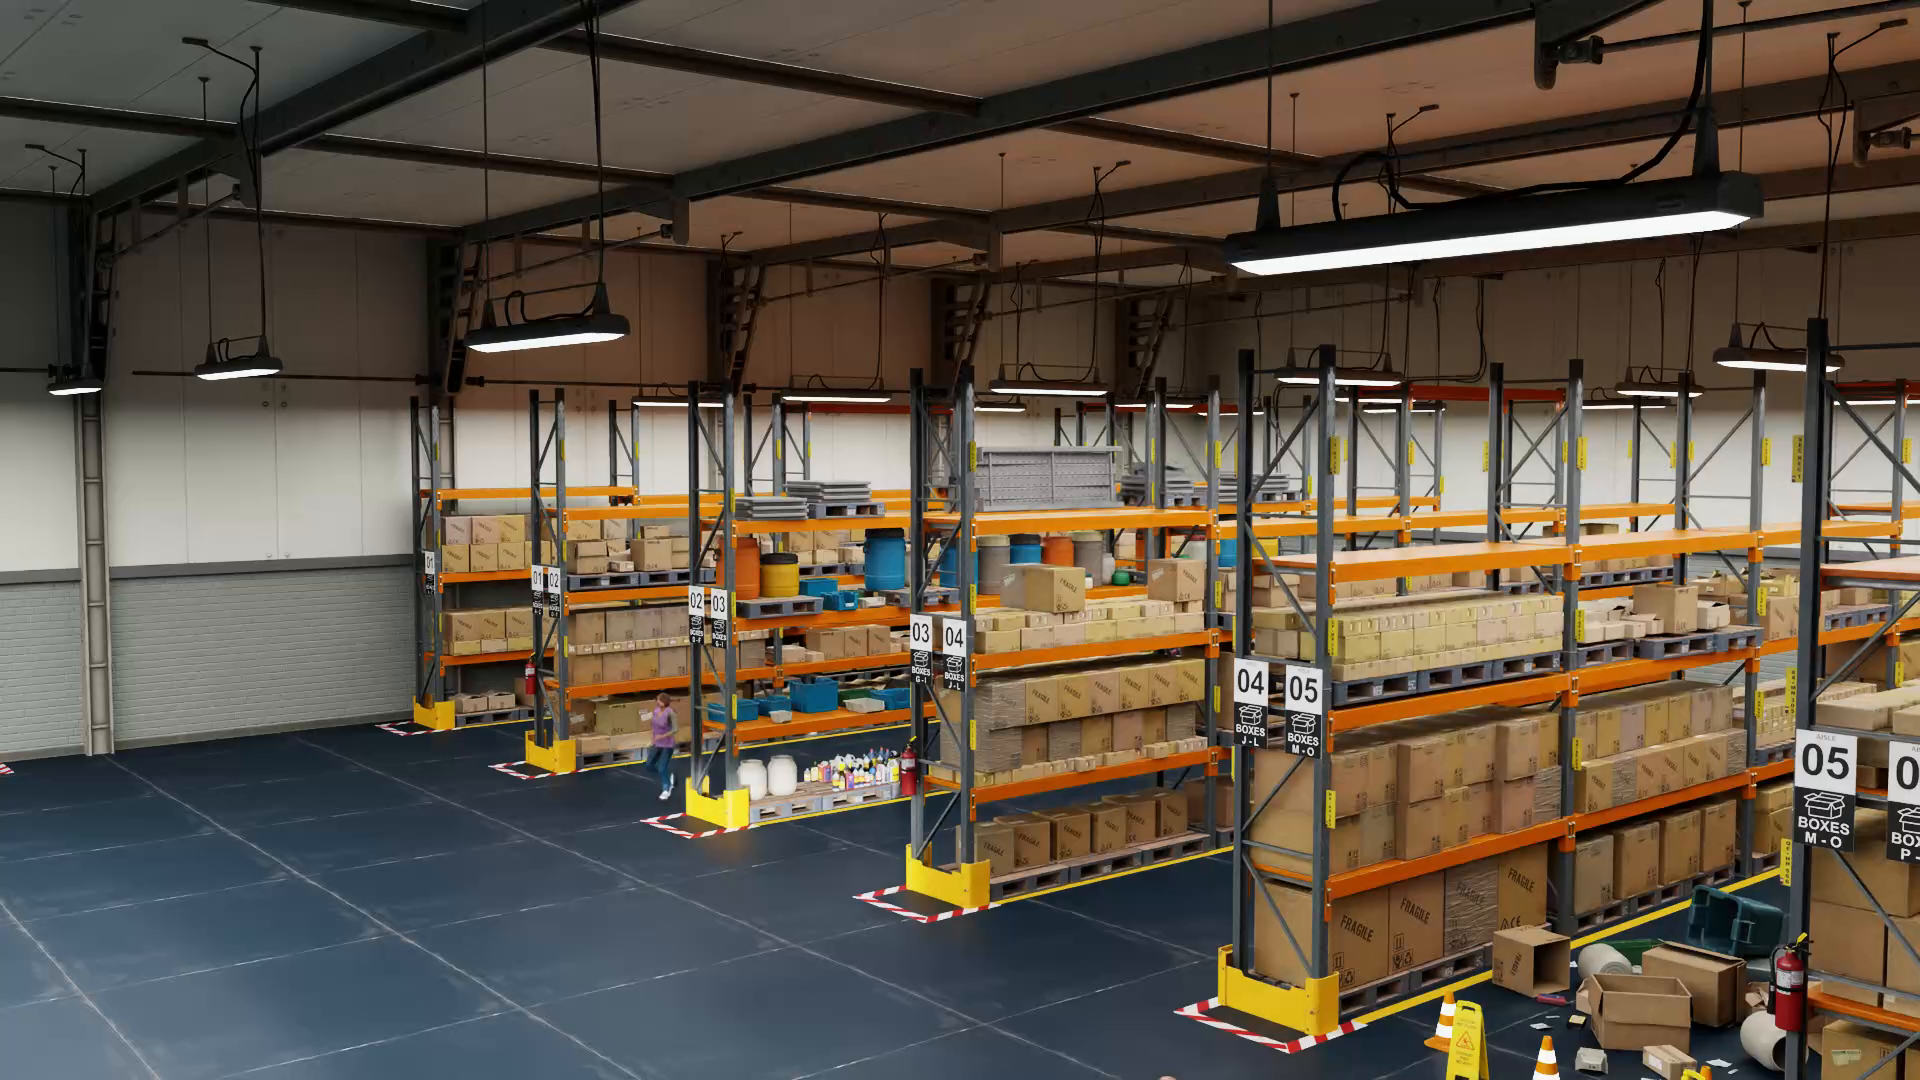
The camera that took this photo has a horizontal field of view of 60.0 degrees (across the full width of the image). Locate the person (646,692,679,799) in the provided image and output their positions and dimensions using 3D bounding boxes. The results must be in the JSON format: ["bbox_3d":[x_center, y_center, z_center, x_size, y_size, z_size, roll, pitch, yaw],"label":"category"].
[{"bbox_3d":[-4.296,2.966,23.947,0.585,1.559,0.500,2,4,33],"label":"person"}]
